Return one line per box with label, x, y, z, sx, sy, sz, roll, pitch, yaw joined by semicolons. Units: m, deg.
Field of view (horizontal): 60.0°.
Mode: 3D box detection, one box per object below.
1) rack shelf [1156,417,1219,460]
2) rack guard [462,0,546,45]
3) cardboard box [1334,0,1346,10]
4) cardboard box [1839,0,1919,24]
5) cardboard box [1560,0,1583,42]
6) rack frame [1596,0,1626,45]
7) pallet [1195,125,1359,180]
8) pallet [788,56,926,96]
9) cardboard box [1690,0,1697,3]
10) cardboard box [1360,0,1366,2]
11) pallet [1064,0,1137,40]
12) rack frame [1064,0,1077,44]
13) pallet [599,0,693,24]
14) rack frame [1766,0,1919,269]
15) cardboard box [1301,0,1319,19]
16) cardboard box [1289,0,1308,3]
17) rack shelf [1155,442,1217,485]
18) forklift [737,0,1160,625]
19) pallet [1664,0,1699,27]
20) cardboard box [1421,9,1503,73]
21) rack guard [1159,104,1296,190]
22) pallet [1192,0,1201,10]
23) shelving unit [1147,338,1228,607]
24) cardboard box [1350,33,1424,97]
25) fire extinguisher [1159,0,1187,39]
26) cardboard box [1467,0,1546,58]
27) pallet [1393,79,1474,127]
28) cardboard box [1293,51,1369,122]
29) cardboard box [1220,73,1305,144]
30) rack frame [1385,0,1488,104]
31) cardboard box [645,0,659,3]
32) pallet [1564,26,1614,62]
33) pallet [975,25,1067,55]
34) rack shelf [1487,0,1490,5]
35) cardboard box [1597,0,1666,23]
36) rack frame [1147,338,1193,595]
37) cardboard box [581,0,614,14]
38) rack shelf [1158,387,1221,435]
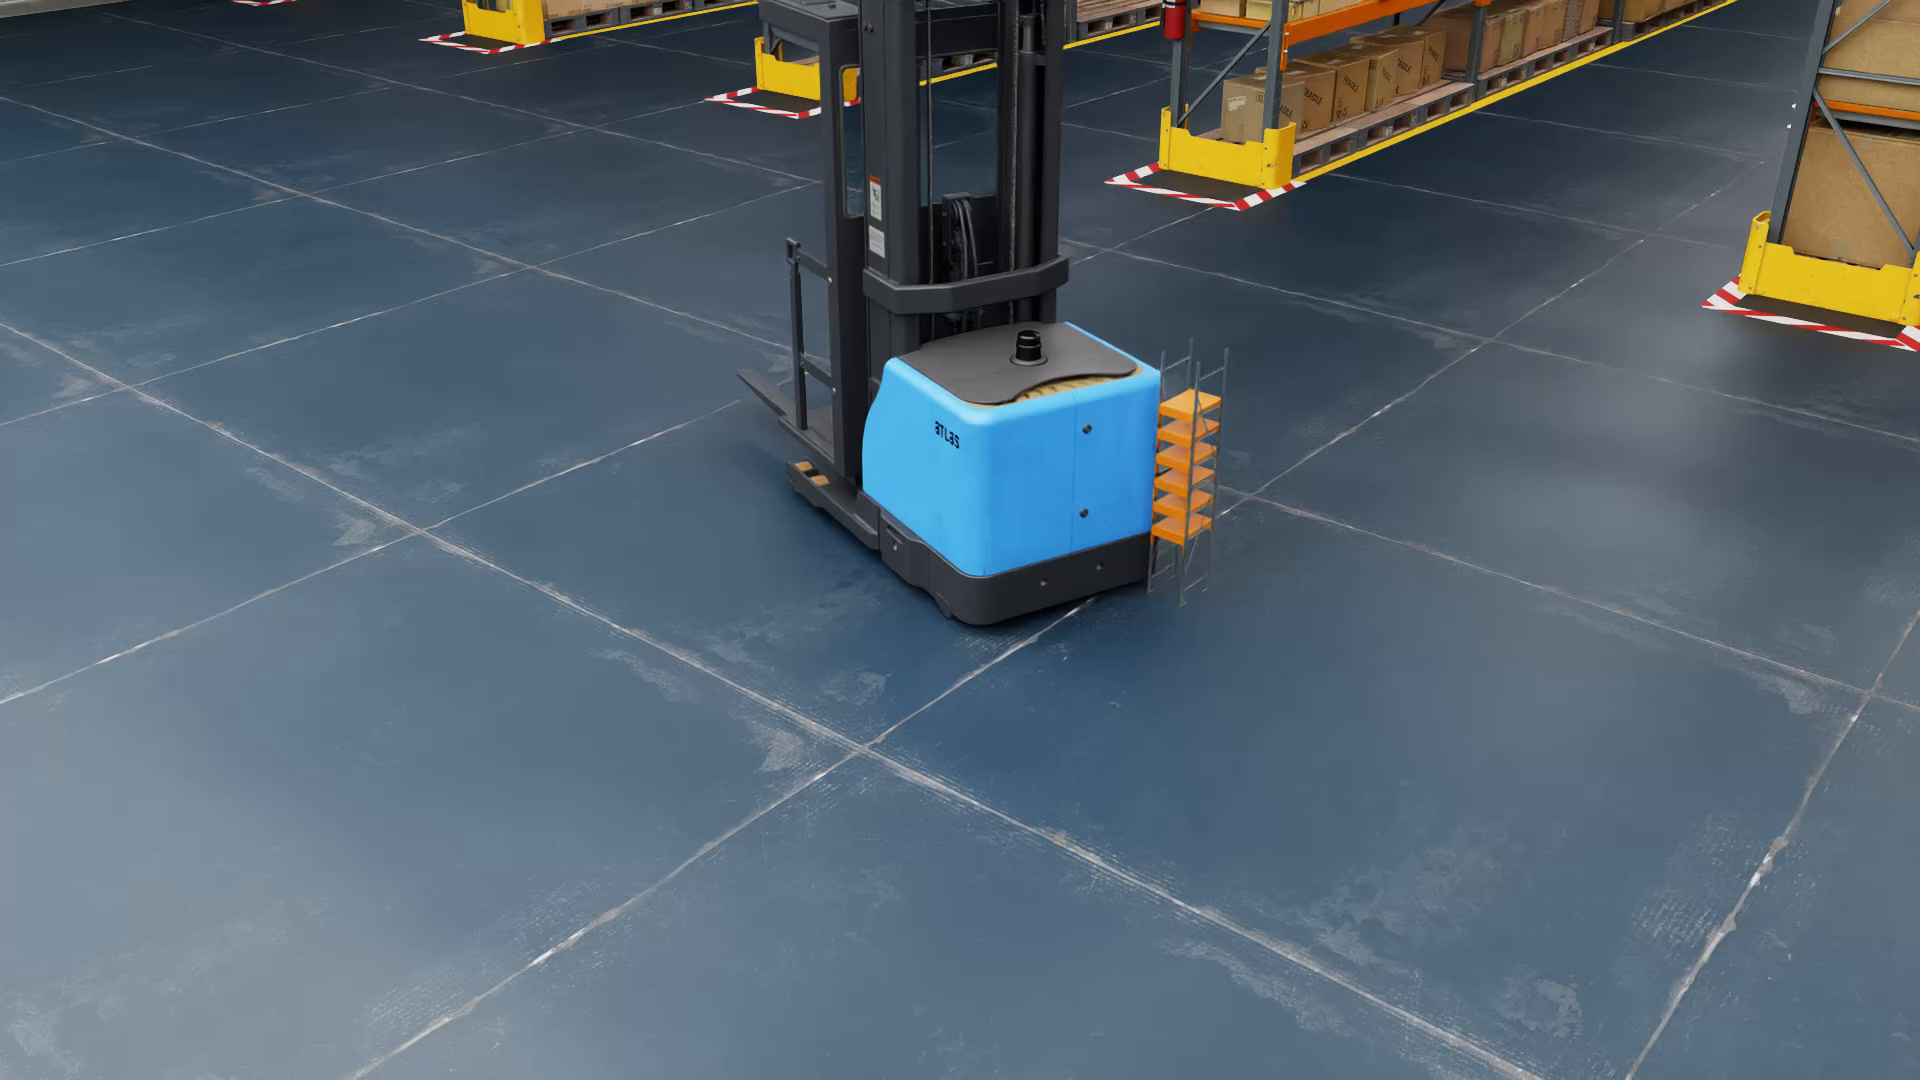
rack shelf;1.023;-0.466;7.420;0.180;0.103;0.258;22;34;35
rack guard;-5.433;-6.234;19.756;1.175;0.500;0.348;21;34;34
cardboard box;3.076;-4.638;14.224;0.380;0.149;0.250;21;34;34
cardboard box;6.253;-3.637;10.678;0.875;0.550;0.550;21;34;34
cardboard box;6.559;-5.934;18.698;0.700;0.500;0.500;18;32;30
rack frame;7.312;-7.293;19.082;1.000;3.000;0.127;21;34;34
pallet;2.816;-3.522;14.829;1.003;0.211;1.213;21;34;34
pallet;-1.065;-4.992;17.671;1.003;0.211;1.213;21;34;34
cardboard box;8.897;-7.404;21.153;1.225;0.875;0.875;19;33;33
cardboard box;3.379;-4.821;14.578;0.380;0.149;0.250;21;34;34
pallet;1.416;-6.373;20.340;1.003;0.211;1.213;21;34;34
rack frame;0.946;-7.322;19.139;1.000;3.000;0.127;21;34;34
pallet;-4.188;-6.828;21.219;1.003;0.211;1.213;21;34;34
rack frame;5.987;-2.971;10.728;1.000;3.000;0.127;21;34;34
cardboard box;2.763;-4.459;13.878;0.380;0.149;0.250;21;34;34
cardboard box;2.595;-4.820;13.869;0.875;0.500;0.500;21;34;34
rack shelf;1.023;-0.360;7.475;0.180;0.103;0.258;22;34;35
forklift;-0.253;-1.565;8.085;1.130;2.935;3.031;-15;31;-26
pallet;8.648;-6.742;21.053;1.003;0.211;1.213;21;34;34
cardboard box;5.175;-5.171;17.223;0.700;0.500;0.500;18;32;31
rack guard;2.272;-3.373;14.226;1.175;0.500;0.348;21;34;34
pallet;2.968;-7.238;22.012;1.003;0.211;1.213;21;34;34
shelving unit;1.023;-0.293;7.510;0.189;1.200;0.258;22;34;35
cardboard box;4.124;-4.615;16.170;0.500;0.500;0.500;-16;31;-28
fire extinguisher;1.795;-4.516;13.799;0.296;0.674;0.183;21;34;34
cardboard box;5.849;-5.533;17.923;0.700;0.500;0.500;18;32;30
pallet;4.368;-4.387;16.501;1.003;0.211;1.213;21;34;34
cardboard box;3.400;-4.187;15.343;0.500;0.500;0.500;25;36;39
cardboard box;2.634;-3.749;14.496;0.500;0.500;0.500;-21;34;-35
rack frame;4.768;-5.874;16.341;1.000;3.000;0.127;21;34;34
cardboard box;-3.950;-6.974;21.003;0.500;0.250;0.500;21;34;34
pallet;6.814;-5.777;19.188;1.003;0.211;1.213;21;34;34
pallet;0.487;-5.857;19.343;1.003;0.211;1.213;21;34;34
rack shelf;6.040;-6.264;17.877;1.077;0.370;4.000;21;34;34
cardboard box;7.767;-6.774;19.935;1.225;0.875;0.875;19;33;32
rack frame;0.953;-0.320;7.563;0.006;1.200;0.240;22;34;35
cardboard box;-4.590;-6.621;20.320;0.500;0.250;0.500;21;34;34
rack shelf;1.023;-0.573;7.365;0.180;0.103;0.258;22;34;35
